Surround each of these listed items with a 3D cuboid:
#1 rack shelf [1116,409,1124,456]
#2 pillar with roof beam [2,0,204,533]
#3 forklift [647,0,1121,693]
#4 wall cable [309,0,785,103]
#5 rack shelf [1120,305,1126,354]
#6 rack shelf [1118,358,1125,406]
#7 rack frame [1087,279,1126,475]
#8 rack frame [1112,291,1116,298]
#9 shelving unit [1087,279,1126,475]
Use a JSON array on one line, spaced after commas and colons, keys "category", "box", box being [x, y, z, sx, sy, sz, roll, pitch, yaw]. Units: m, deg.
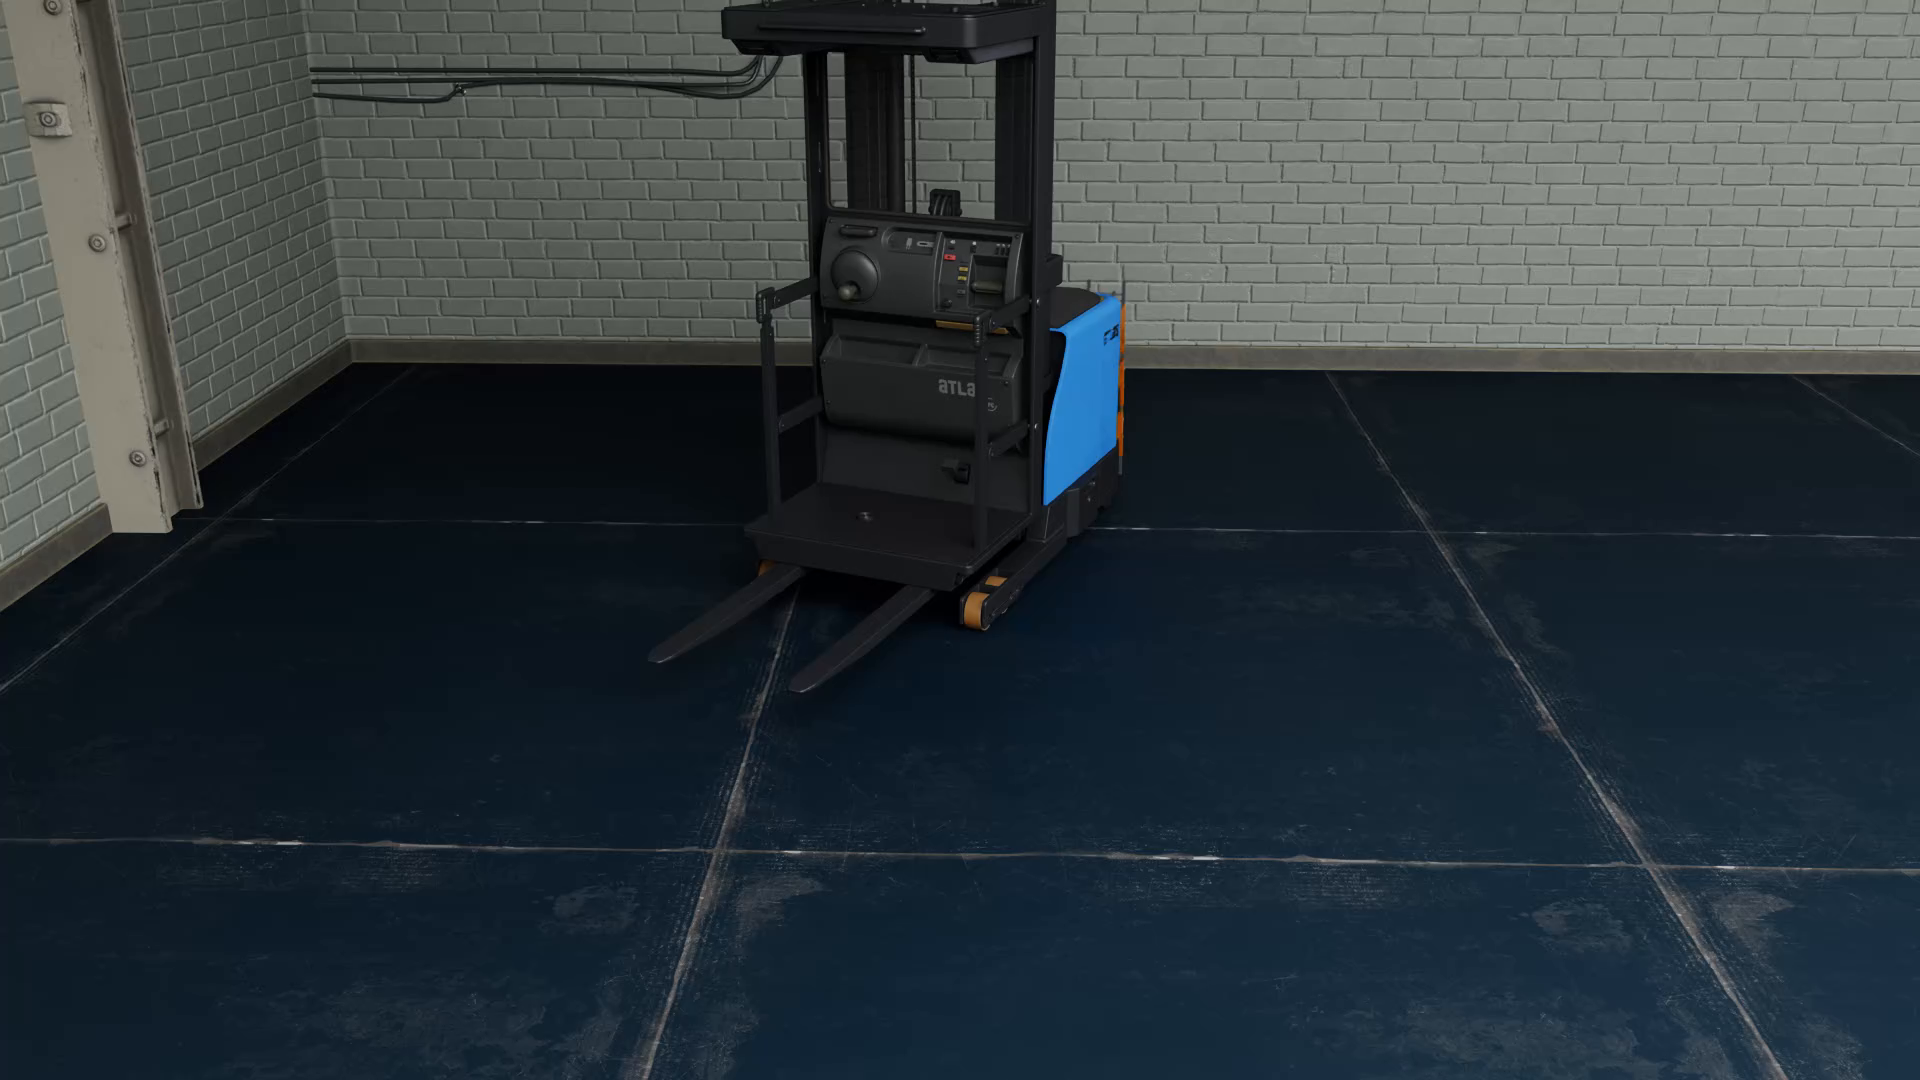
[{"category": "rack shelf", "box": [0.732, -0.538, 8.758, 0.215, 0.259, 0.240, 5, 22, 16]}, {"category": "pillar with roof beam", "box": [0.287, -4.256, 6.558, 9.100, 9.000, 0.400, 1, 21, 2]}, {"category": "forklift", "box": [-0.258, -1.158, 6.962, 1.130, 2.935, 3.031, 9, 23, 22]}, {"category": "wall cable", "box": [-2.605, -3.906, 9.949, 3.097, 2.526, 0.112, 1, 21, 2]}, {"category": "rack shelf", "box": [0.724, -1.063, 8.557, 0.215, 0.259, 0.240, 5, 22, 16]}, {"category": "rack shelf", "box": [0.728, -0.798, 8.658, 0.215, 0.259, 0.240, 5, 22, 16]}, {"category": "rack frame", "box": [0.764, -0.850, 8.764, 0.200, 1.050, 0.008, 5, 22, 16]}, {"category": "rack frame", "box": [0.693, -0.766, 8.546, 0.200, 1.050, 0.008, 5, 22, 16]}, {"category": "shelving unit", "box": [0.728, -0.808, 8.655, 0.215, 1.050, 0.252, 5, 22, 16]}]
